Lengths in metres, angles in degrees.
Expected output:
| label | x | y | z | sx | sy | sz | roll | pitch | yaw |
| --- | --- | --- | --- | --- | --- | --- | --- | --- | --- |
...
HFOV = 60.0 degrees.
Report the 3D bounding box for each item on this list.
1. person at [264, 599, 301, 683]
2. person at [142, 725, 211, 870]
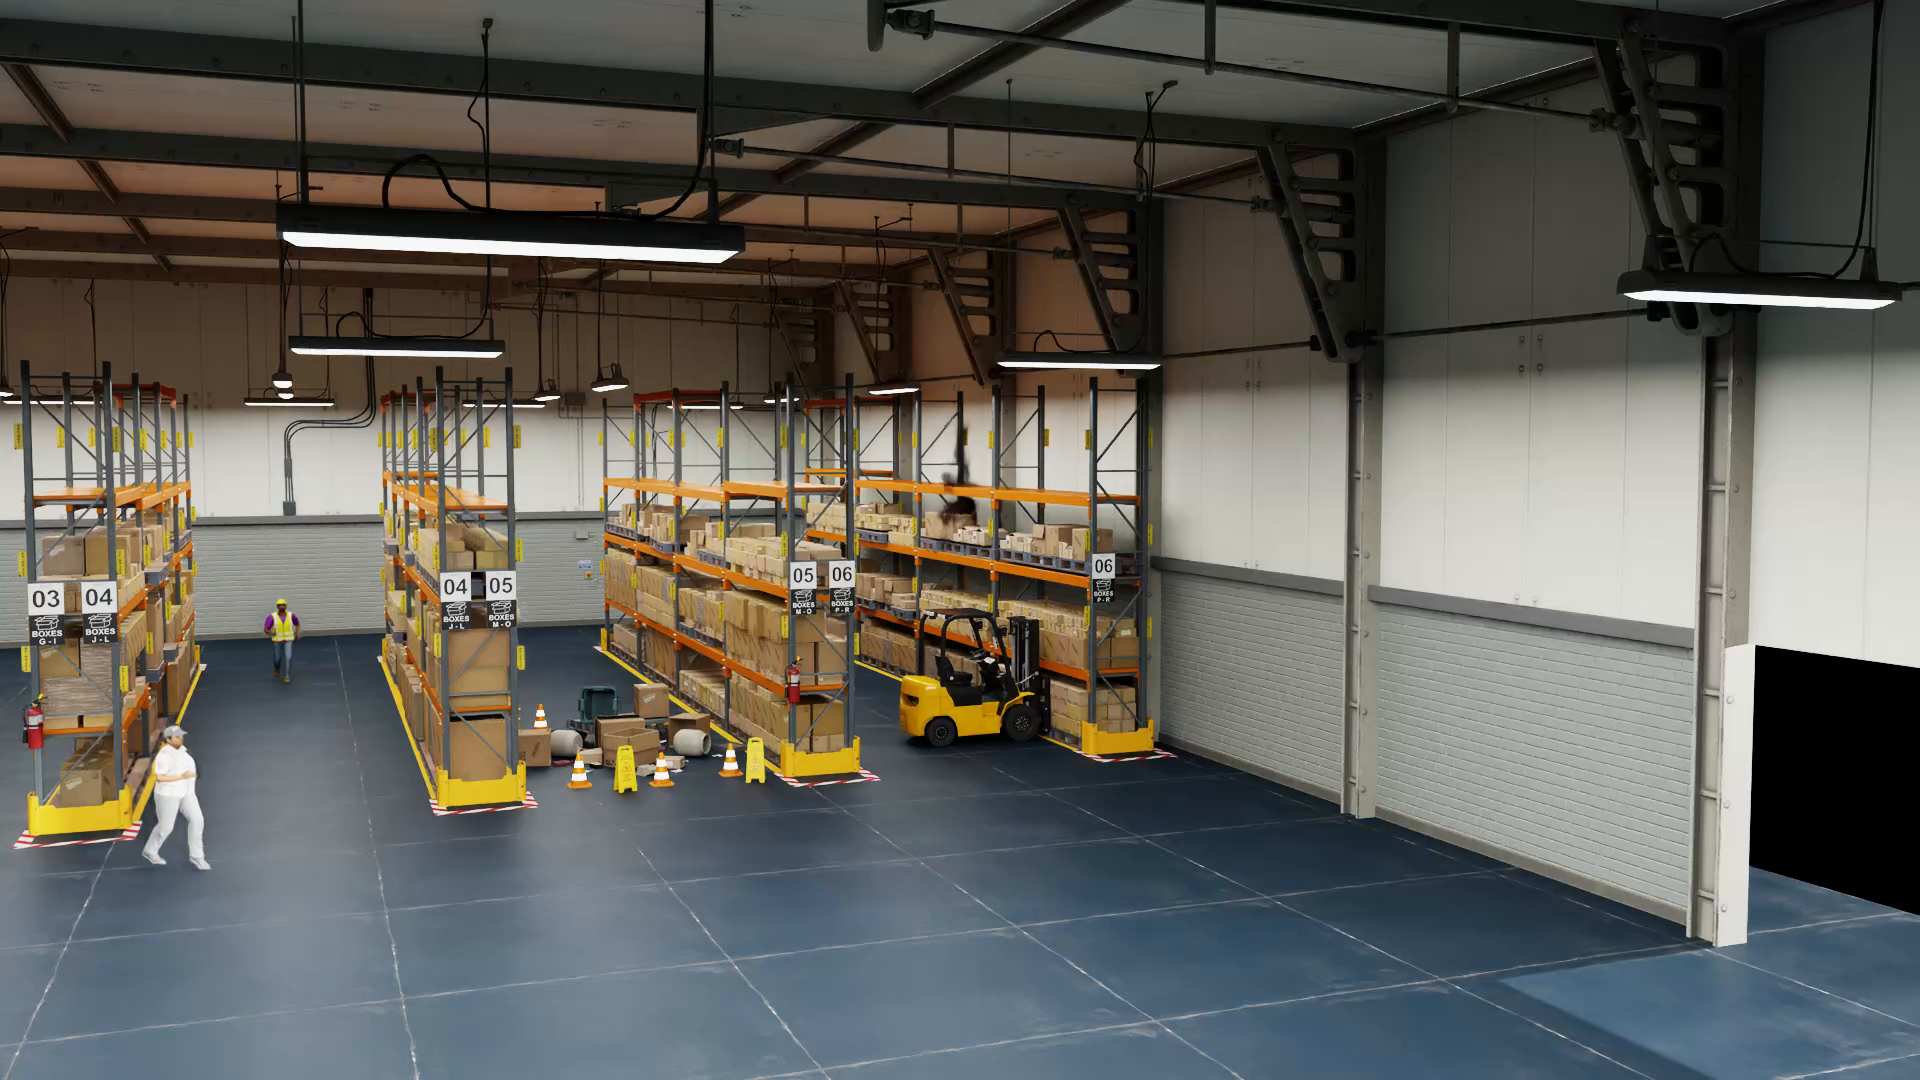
| label | x | y | z | sx | sy | sz | roll | pitch | yaw |
| --- | --- | --- | --- | --- | --- | --- | --- | --- | --- |
| person | -13.958 | 2.078 | 34.285 | 0.714 | 1.733 | 0.791 | -2 | 4 | -28 |
| person | -9.164 | 3.011 | 19.356 | 0.800 | 1.725 | 0.591 | 1 | 4 | 17 |
